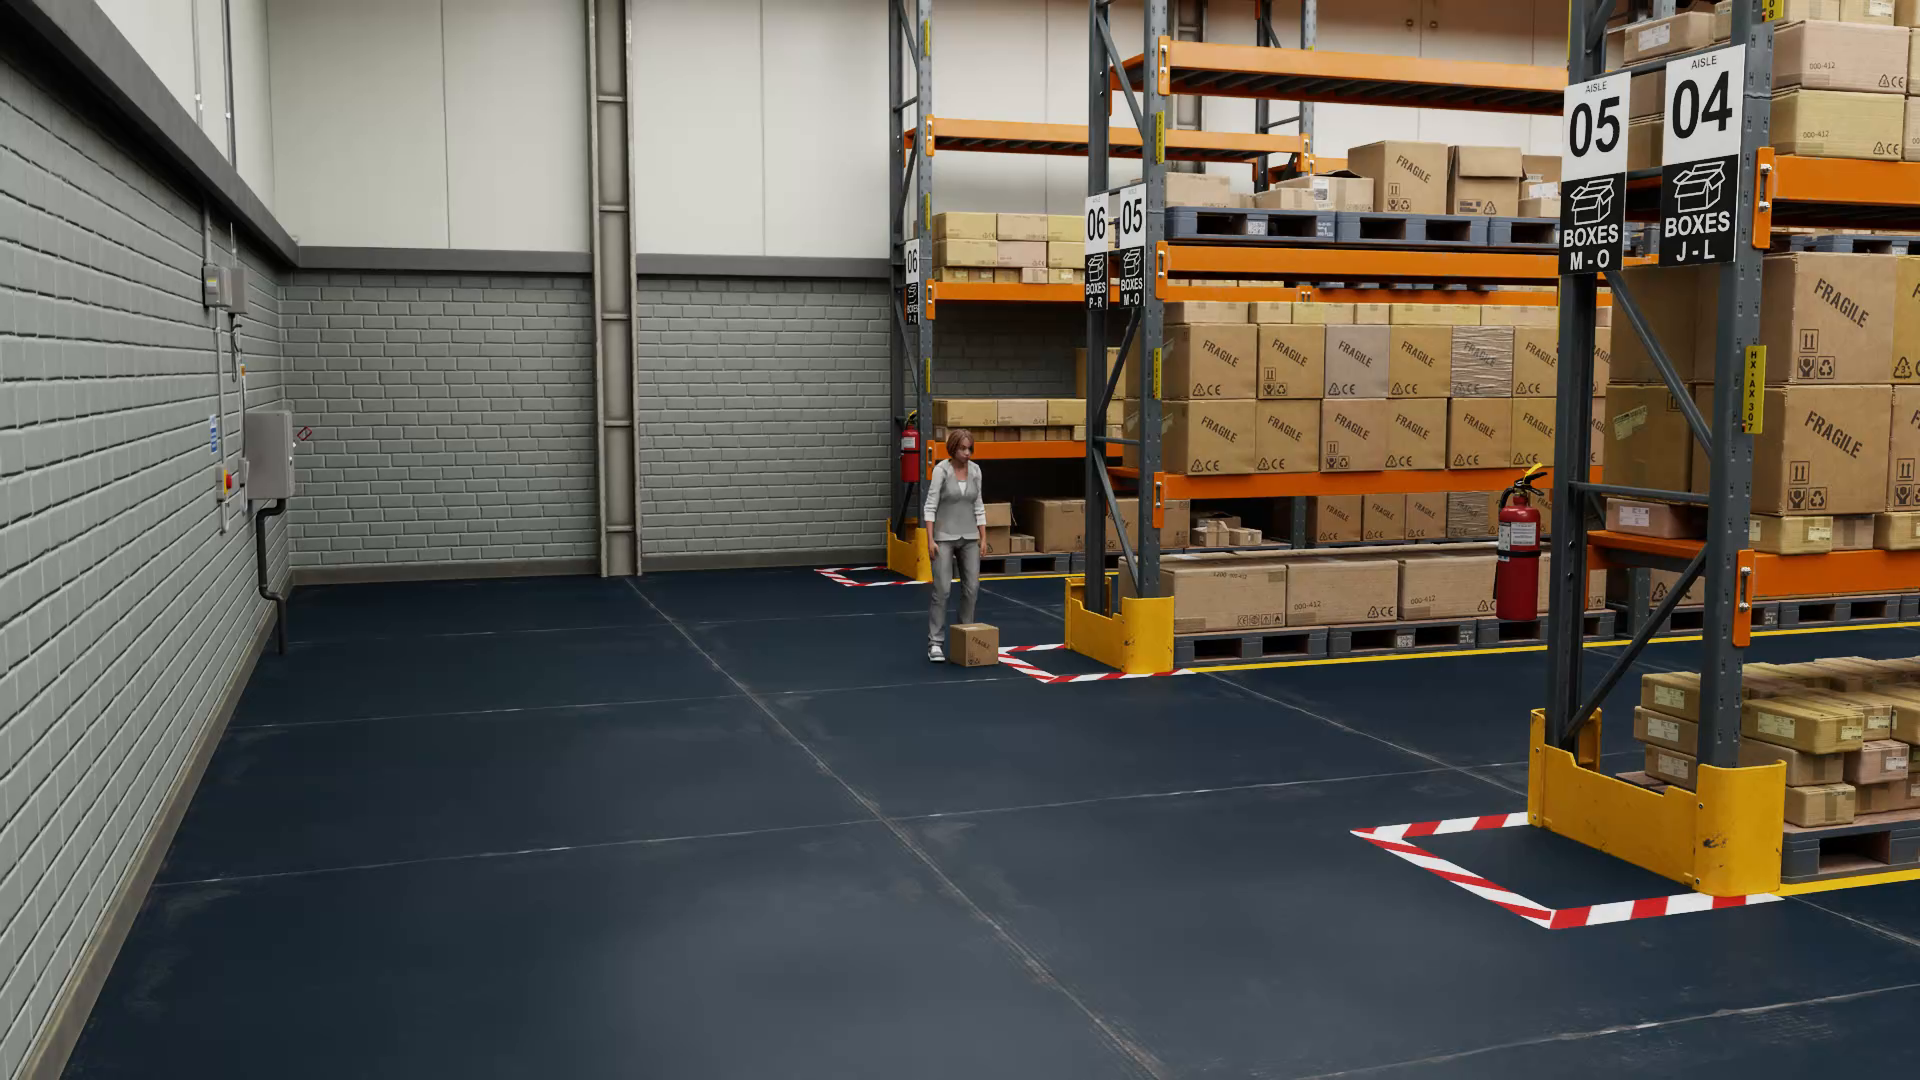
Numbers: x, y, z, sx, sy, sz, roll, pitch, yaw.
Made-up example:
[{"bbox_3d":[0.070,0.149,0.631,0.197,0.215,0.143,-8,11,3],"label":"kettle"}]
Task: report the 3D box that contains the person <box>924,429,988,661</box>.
[{"bbox_3d":[-0.029,0.027,11.516,0.462,1.592,0.343,-3,7,-25],"label":"person"}]
